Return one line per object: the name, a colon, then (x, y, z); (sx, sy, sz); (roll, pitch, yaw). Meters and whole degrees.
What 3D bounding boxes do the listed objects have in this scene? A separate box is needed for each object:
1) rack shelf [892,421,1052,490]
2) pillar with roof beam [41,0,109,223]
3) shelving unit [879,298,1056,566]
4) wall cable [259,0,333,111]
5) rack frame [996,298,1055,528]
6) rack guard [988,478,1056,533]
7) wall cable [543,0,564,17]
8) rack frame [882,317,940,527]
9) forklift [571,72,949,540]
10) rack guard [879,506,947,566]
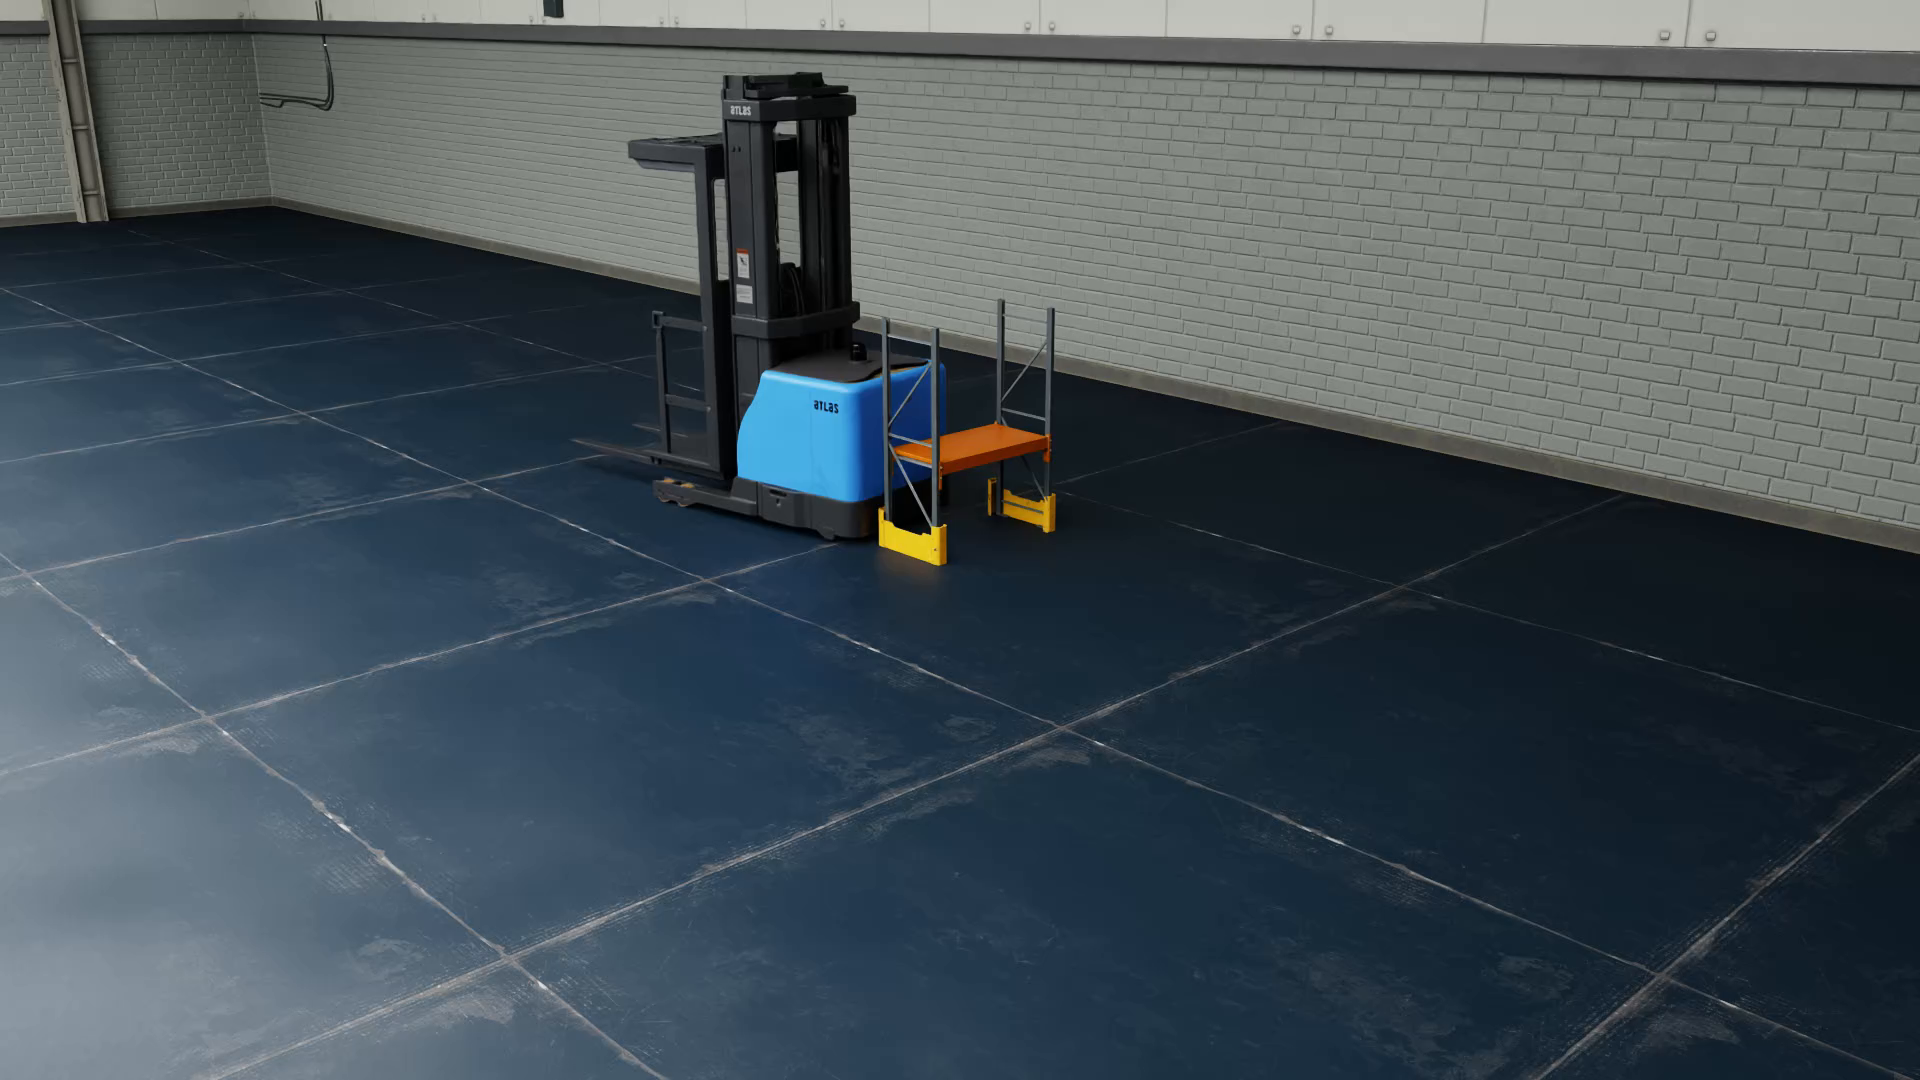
rack shelf: (0.062, -0.560, 10.865); (1.000, 0.185, 0.538); (-16, 24, -41)
pillar with roof beam: (-11.074, -8.481, 22.552); (0.400, 9.000, 9.100); (-16, 24, -41)
shelving unit: (0.055, -0.730, 10.803); (1.083, 1.500, 0.587); (-16, 24, -41)
wall cable: (-10.982, -8.297, 27.018); (0.112, 2.526, 3.097); (-16, 24, -41)
rack frame: (0.431, -0.839, 11.141); (0.032, 1.500, 0.500); (-16, 24, -41)
rack guard: (0.417, -0.241, 11.321); (0.087, 0.250, 0.587); (-16, 24, -41)
wall cable: (-4.471, -9.261, 19.443); (0.169, 6.003, 2.305); (-16, 24, -41)
rack frame: (-0.307, -0.624, 10.477); (0.032, 1.500, 0.500); (-16, 24, -41)
forklift: (-1.554, -1.739, 11.596); (3.031, 2.935, 1.130); (13, 22, 36)
rack guard: (-0.306, -0.030, 10.670); (0.087, 0.250, 0.587); (-16, 24, -41)
